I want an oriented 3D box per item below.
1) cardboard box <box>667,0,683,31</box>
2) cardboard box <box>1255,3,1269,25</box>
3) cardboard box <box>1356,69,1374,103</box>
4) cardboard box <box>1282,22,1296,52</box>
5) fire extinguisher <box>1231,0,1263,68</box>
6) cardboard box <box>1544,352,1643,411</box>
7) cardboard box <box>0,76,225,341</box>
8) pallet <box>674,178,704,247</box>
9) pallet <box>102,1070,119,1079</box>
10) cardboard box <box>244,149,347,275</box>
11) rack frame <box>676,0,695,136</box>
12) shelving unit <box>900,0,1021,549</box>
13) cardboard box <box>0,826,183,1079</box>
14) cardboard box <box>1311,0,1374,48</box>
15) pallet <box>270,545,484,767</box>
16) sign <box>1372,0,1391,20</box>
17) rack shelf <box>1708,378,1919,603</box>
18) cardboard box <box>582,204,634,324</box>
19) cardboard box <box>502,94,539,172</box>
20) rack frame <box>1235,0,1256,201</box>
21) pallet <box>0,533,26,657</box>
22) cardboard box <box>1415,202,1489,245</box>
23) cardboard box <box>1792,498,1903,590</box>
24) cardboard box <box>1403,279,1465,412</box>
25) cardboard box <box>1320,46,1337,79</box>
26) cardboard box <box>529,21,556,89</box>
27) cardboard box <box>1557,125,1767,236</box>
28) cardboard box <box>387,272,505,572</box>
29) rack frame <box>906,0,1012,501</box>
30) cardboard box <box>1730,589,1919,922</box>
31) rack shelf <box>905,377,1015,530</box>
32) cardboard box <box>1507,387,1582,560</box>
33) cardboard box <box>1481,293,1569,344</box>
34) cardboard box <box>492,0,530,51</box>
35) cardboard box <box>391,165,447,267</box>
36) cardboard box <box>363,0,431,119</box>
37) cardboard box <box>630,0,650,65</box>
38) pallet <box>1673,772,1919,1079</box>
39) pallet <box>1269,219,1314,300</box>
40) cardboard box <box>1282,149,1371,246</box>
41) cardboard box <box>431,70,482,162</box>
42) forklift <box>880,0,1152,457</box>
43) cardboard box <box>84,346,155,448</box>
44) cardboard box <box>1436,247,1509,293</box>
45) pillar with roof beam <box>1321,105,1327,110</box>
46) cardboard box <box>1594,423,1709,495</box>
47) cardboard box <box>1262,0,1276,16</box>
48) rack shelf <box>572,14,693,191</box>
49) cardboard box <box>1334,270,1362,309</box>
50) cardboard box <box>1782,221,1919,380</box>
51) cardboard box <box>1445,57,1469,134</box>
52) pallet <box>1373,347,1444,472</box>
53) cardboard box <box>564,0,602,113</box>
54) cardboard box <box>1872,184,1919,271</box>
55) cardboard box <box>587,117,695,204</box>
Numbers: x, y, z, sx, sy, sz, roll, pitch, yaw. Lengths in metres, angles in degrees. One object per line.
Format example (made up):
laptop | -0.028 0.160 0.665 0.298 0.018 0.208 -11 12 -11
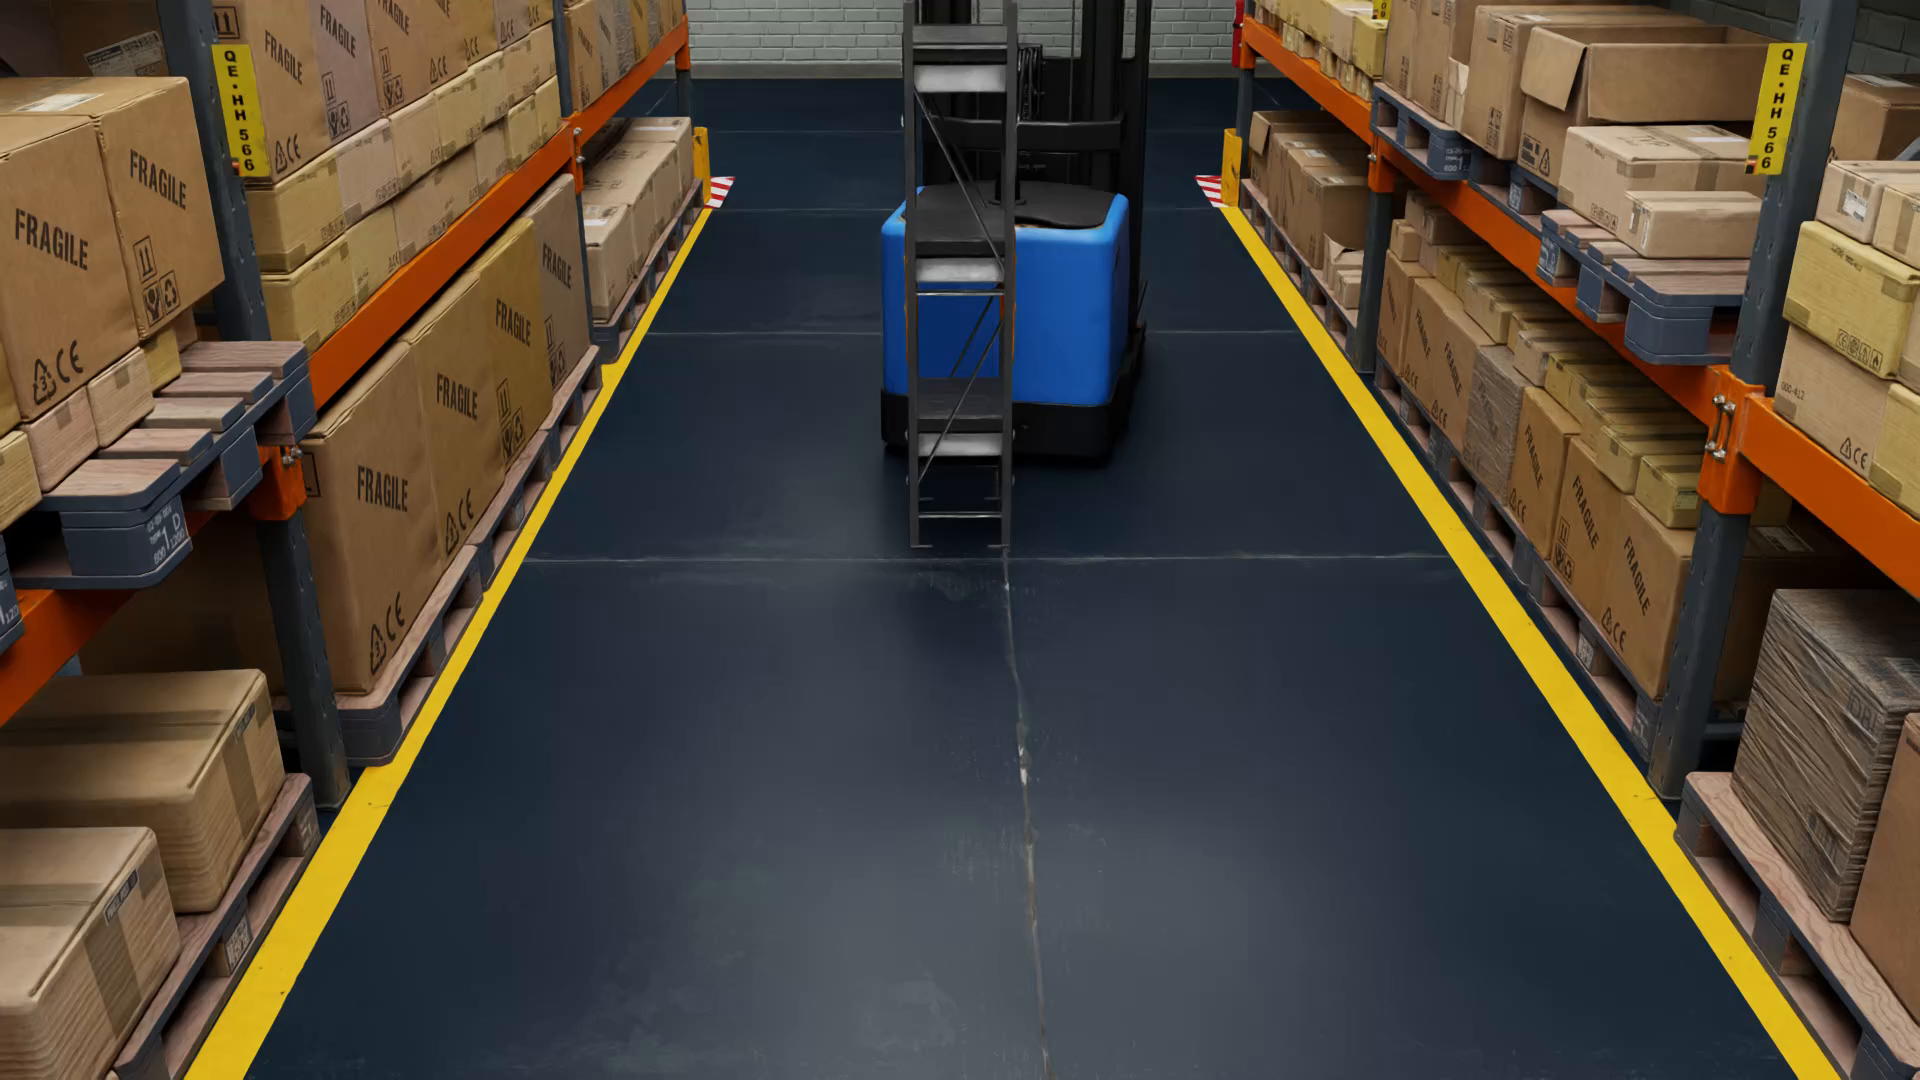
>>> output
cardboard box | -2.171 -3.725 11.224 0.500 0.500 0.500 0 24 0
cardboard box | 2.252 -3.650 11.484 0.380 0.149 0.250 0 24 -1
cardboard box | 2.286 -2.375 8.667 0.380 0.149 0.250 0 24 1
cardboard box | 2.216 -3.118 10.310 0.380 0.149 0.250 -1 24 -2
fire extinguisher | 2.059 -3.754 11.957 0.296 0.674 0.183 0 24 -1
cardboard box | 2.398 -0.587 6.145 0.380 0.149 0.250 -1 24 -1
cardboard box | -2.071 -0.767 3.813 0.500 0.500 0.500 -1 24 -2
pallet | -2.354 -2.277 11.529 1.003 0.211 1.213 0 24 -1
pallet | -2.336 1.514 3.147 1.003 0.211 1.213 0 24 -1
cardboard box | -2.112 -0.950 4.785 0.500 0.250 0.500 0 24 -1
rack frame | -2.441 -3.877 11.682 1.000 3.000 0.127 0 24 -1
shelving unit | -0.002 -1.025 6.468 0.431 2.100 0.503 0 24 -1
cardboard box | -2.341 0.963 3.661 0.950 0.372 0.625 -1 24 -2
cardboard box | 2.304 -2.940 9.432 0.500 0.250 0.500 0 24 -1
pallet | -2.287 0.365 5.687 1.003 0.211 1.213 0 24 -1
sign | 2.024 -2.641 7.899 0.100 0.325 0.005 0 24 -1
rack shelf | 2.632 0.548 2.772 1.077 0.370 4.000 0 24 -1
cardboard box | -2.297 -1.512 9.052 0.875 0.438 0.875 -1 24 -1
cardboard box | -2.136 -1.767 7.198 0.500 0.250 0.500 -1 24 -1
rack frame | 2.523 -3.901 11.735 1.000 3.000 0.127 0 24 -1
pallet | -2.291 0.323 2.629 1.003 0.211 1.213 0 24 -1
cardboard box | 2.355 -1.480 7.758 0.380 0.149 0.250 -1 24 -3
cardboard box | 2.885 0.168 5.261 0.500 0.500 0.500 1 24 1
cardboard box | 2.362 -0.885 7.591 0.500 0.500 0.500 -1 24 -1
cardboard box | 2.252 -2.696 9.375 0.380 0.149 0.250 -1 24 -1
cardboard box | -2.149 -2.207 7.566 0.500 0.250 0.500 0 24 -1
cardboard box | 2.275 -1.160 5.348 0.500 0.250 0.500 -1 24 -3
cardboard box | -2.284 -0.456 6.187 0.875 0.875 0.875 0 24 0
rack frame | -0.004 -1.125 6.690 0.400 2.100 0.015 0 24 -1
cardboard box | 2.603 0.544 4.280 0.875 0.625 0.625 1 24 1
rack shelf | -0.002 -0.375 6.762 0.431 0.518 0.480 0 24 -1
cardboard box | 2.387 -0.252 6.190 0.500 0.500 0.500 1 24 2
cardboard box | 2.381 -0.914 6.867 0.380 0.149 0.250 1 24 1
cardboard box | -2.128 -2.334 6.935 0.500 0.500 0.500 0 24 0
cardboard box | -2.130 -1.142 5.818 0.500 0.250 0.500 1 24 1
cardboard box | -2.120 -1.703 5.542 0.500 0.500 0.500 0 24 1
cardboard box | -2.146 -3.093 9.828 0.500 0.500 0.500 0 24 1
pallet | 2.580 1.006 4.270 1.003 0.211 1.213 0 24 -1
pallet | 2.543 -1.769 10.405 1.003 0.211 1.213 0 24 -1
cardboard box | 2.311 -2.130 10.343 0.500 0.500 0.500 0 24 0
cardboard box | -2.102 -1.577 6.172 0.500 0.250 0.500 0 24 0
forklift | 0.402 -2.283 8.241 1.130 2.935 3.031 4 25 9
cardboard box | -1.992 -0.309 3.589 0.380 0.149 0.250 0 24 -1
cardboard box | 2.399 -1.232 7.570 0.380 0.149 0.250 -1 24 -3
pillar with roof beam | -0.910 -7.730 12.921 9.100 9.000 0.400 0 24 -1
cardboard box | 2.317 -0.267 5.437 0.380 0.149 0.250 -1 24 -3
cardboard box | 2.264 -3.572 10.829 0.500 0.250 0.500 0 24 0
rack shelf | -2.419 -2.725 10.008 1.077 0.370 4.000 0 24 -1
cardboard box | 2.266 -1.373 9.096 0.380 0.149 0.250 -1 24 -2
cardboard box | 2.345 -0.580 3.967 0.500 0.250 0.500 0 24 -1
cardboard box | 2.198 -1.808 6.762 0.396 0.266 0.258 1 24 2
pallet | 2.613 -0.647 7.924 1.003 0.211 1.213 0 24 -1
cardboard box | -2.140 -2.469 8.447 0.500 0.500 0.500 1 24 1
cardboard box | 2.323 -0.703 3.755 0.380 0.149 0.250 0 24 1
cardboard box | -2.334 -2.629 11.523 0.875 0.438 0.875 -1 24 -2
